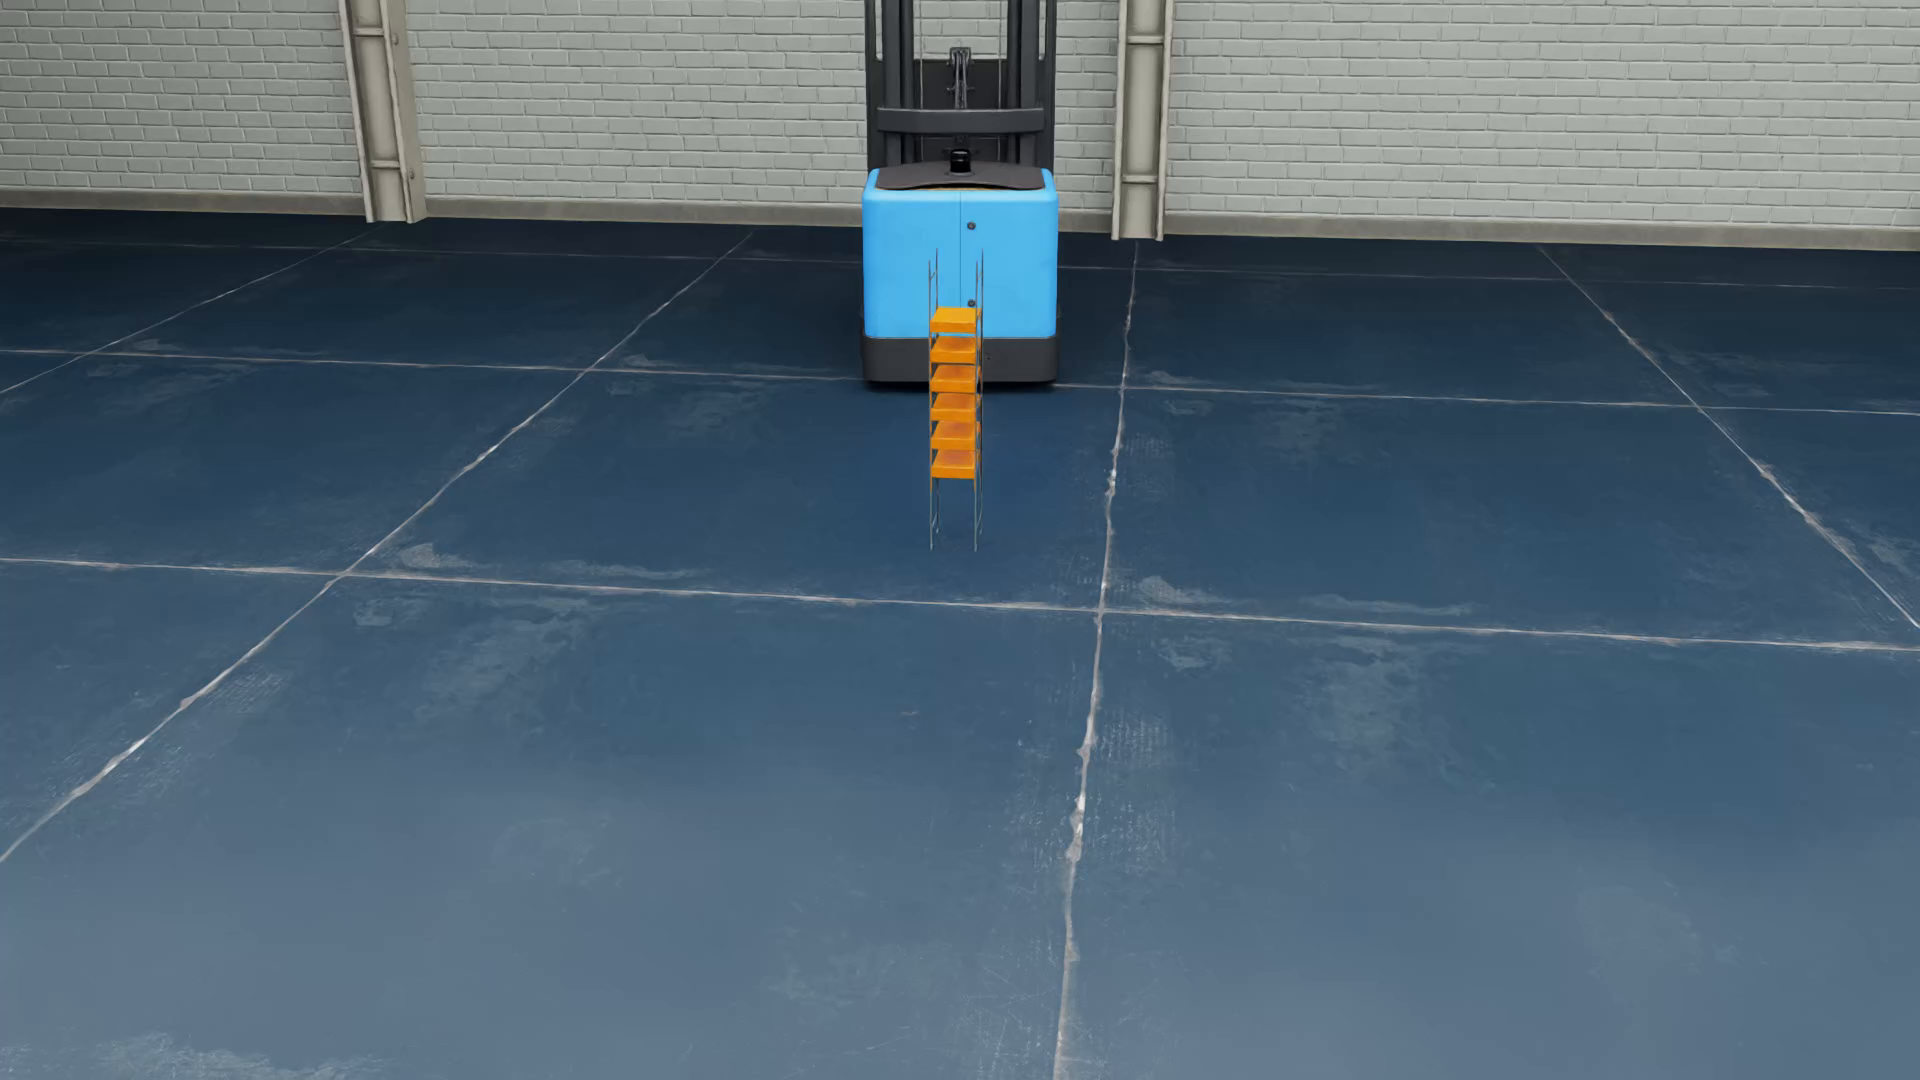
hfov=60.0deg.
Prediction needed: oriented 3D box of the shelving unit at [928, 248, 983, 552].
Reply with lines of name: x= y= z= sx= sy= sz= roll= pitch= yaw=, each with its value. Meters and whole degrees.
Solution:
shelving unit: x=-0.014 y=-0.559 z=6.721 sx=0.189 sy=1.200 sz=0.258 roll=2 pitch=22 yaw=6

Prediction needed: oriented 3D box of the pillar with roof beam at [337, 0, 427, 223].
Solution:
pillar with roof beam: x=-5.089 y=-5.227 z=7.922 sx=0.400 sy=9.000 sz=9.100 roll=2 pitch=22 yaw=6

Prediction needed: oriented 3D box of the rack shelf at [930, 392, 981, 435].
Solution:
rack shelf: x=-0.014 y=-0.517 z=6.737 sx=0.180 sy=0.103 sz=0.258 roll=2 pitch=22 yaw=6

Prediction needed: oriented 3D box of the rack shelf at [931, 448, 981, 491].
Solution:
rack shelf: x=-0.014 y=-0.294 z=6.825 sx=0.180 sy=0.103 sz=0.258 roll=2 pitch=22 yaw=6

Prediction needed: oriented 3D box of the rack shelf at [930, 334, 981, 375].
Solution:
rack shelf: x=-0.014 y=-0.740 z=6.649 sx=0.180 sy=0.103 sz=0.258 roll=2 pitch=22 yaw=6

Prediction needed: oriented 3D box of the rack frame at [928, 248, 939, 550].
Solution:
rack frame: x=-0.105 y=-0.563 z=6.731 sx=0.006 sy=1.200 sz=0.240 roll=2 pitch=22 yaw=6

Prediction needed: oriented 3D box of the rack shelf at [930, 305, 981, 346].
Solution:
rack shelf: x=-0.014 y=-0.852 z=6.605 sx=0.180 sy=0.103 sz=0.258 roll=2 pitch=22 yaw=6

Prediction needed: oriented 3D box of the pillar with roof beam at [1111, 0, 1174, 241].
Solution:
pillar with roof beam: x=0.870 y=-4.968 z=7.266 sx=0.400 sy=9.000 sz=9.100 roll=2 pitch=22 yaw=6

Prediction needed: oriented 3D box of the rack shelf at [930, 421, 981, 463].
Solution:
rack shelf: x=-0.014 y=-0.406 z=6.781 sx=0.180 sy=0.103 sz=0.258 roll=2 pitch=22 yaw=6

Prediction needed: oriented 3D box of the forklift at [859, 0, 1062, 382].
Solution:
forklift: x=0.003 y=-2.698 z=9.777 sx=1.130 sy=2.935 sz=3.031 roll=0 pitch=22 yaw=0

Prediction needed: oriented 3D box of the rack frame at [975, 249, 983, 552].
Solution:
rack frame: x=0.077 y=-0.555 z=6.711 sx=0.006 sy=1.200 sz=0.240 roll=2 pitch=22 yaw=6

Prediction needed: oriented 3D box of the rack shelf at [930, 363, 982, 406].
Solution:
rack shelf: x=-0.014 y=-0.629 z=6.693 sx=0.180 sy=0.103 sz=0.258 roll=2 pitch=22 yaw=6
